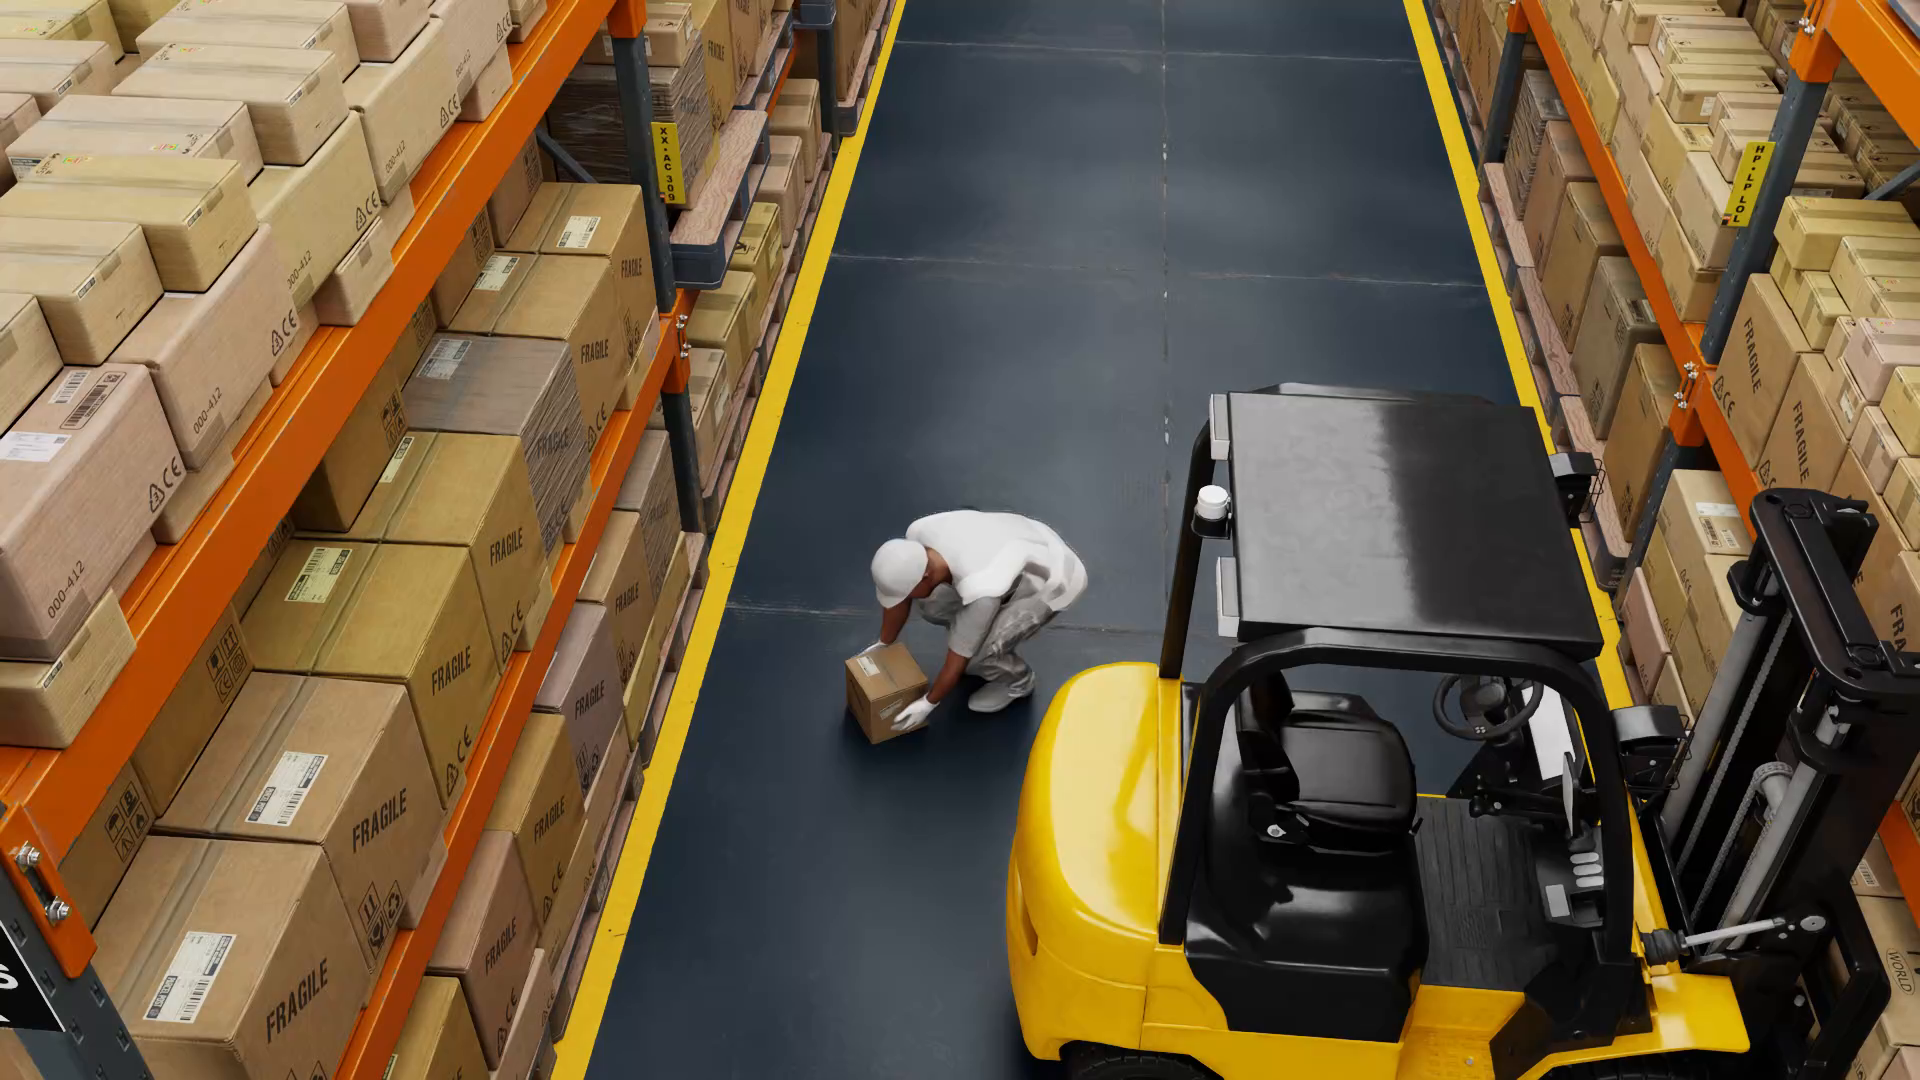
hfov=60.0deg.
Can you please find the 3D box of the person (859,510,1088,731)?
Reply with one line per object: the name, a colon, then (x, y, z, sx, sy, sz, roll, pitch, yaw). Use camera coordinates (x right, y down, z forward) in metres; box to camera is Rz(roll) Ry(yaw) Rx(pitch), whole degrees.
person: (0.059, 0.258, 6.498, 0.923, 0.936, 0.574, -18, 43, -20)
